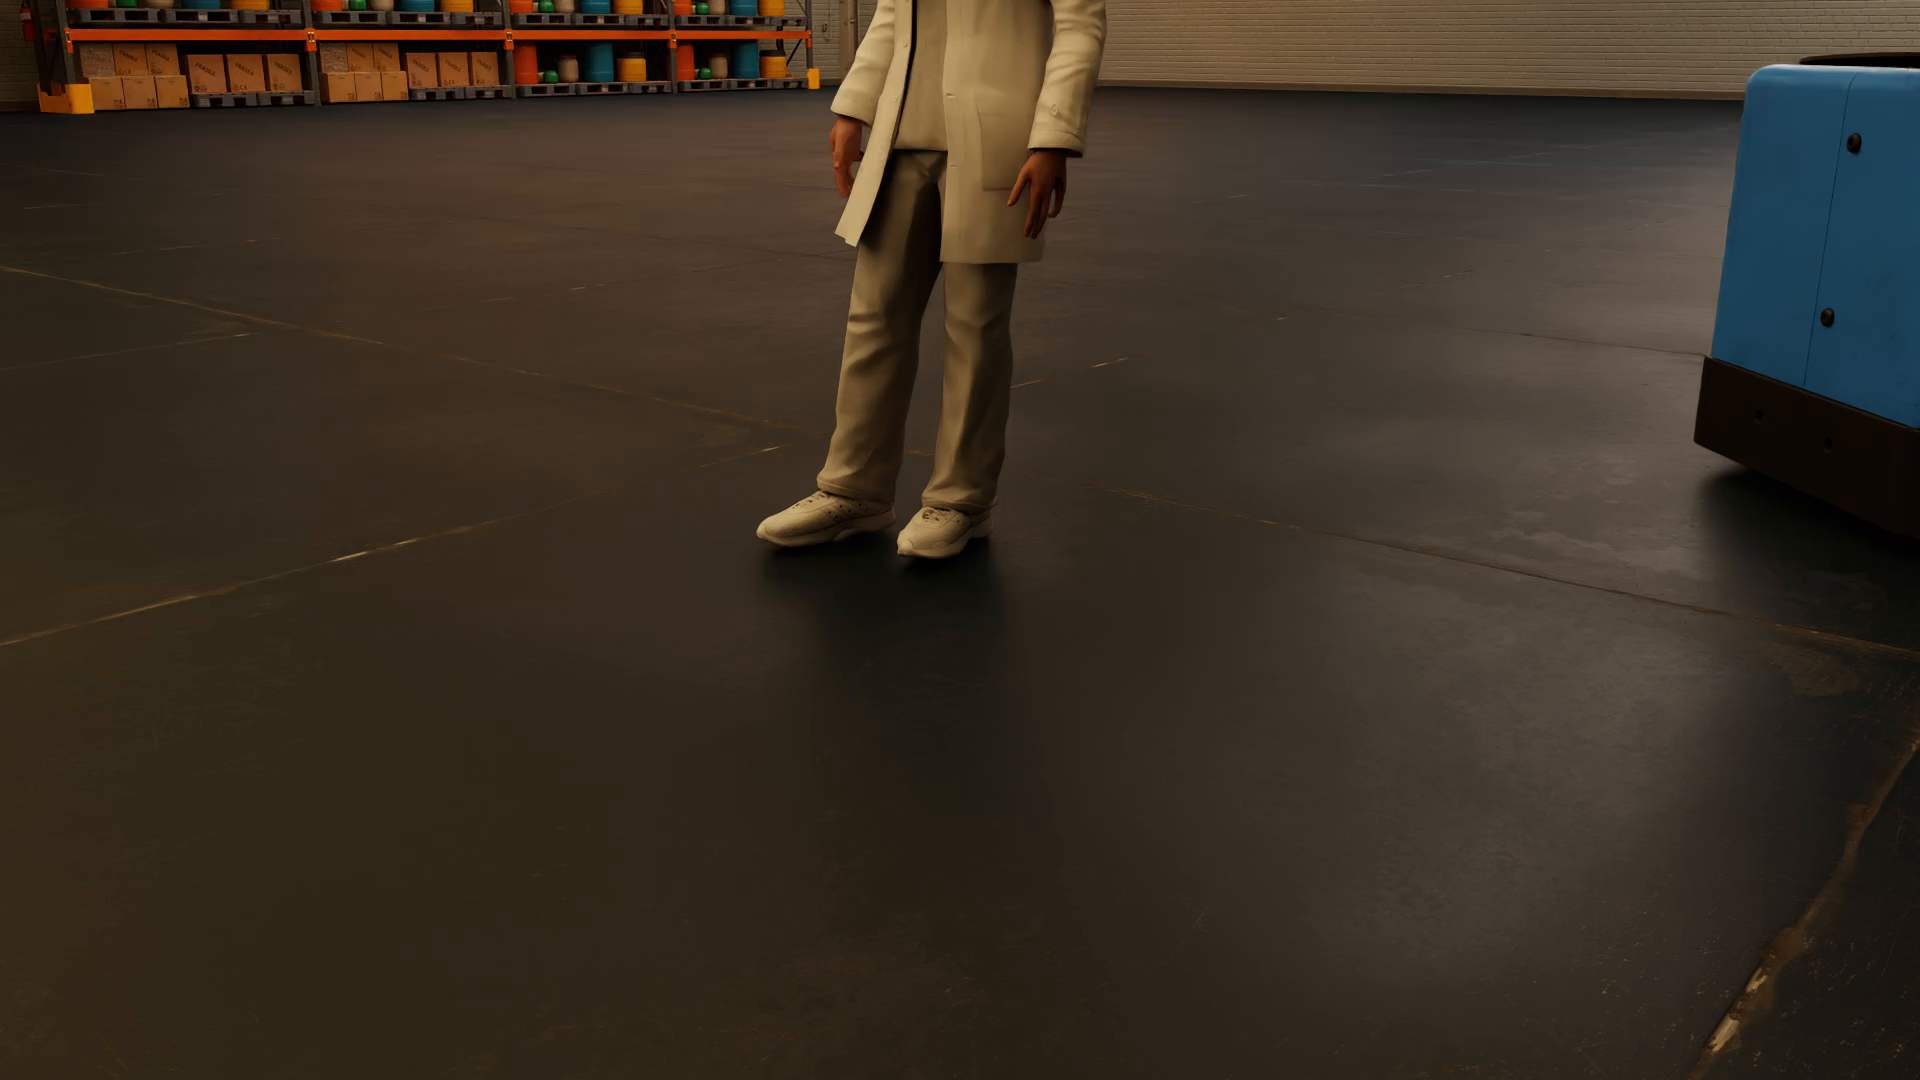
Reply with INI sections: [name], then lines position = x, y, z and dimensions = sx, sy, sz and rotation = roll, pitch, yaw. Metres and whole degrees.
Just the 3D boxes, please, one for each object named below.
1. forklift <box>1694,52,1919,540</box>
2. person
[forklift]
position = 3.568, -1.513, 3.880
dimensions = 3.031, 2.935, 1.130
rotation = -2, 17, -5
[person]
position = -0.061, -0.838, 3.618
dimensions = 0.694, 1.776, 0.581
rotation = 13, 21, 37
